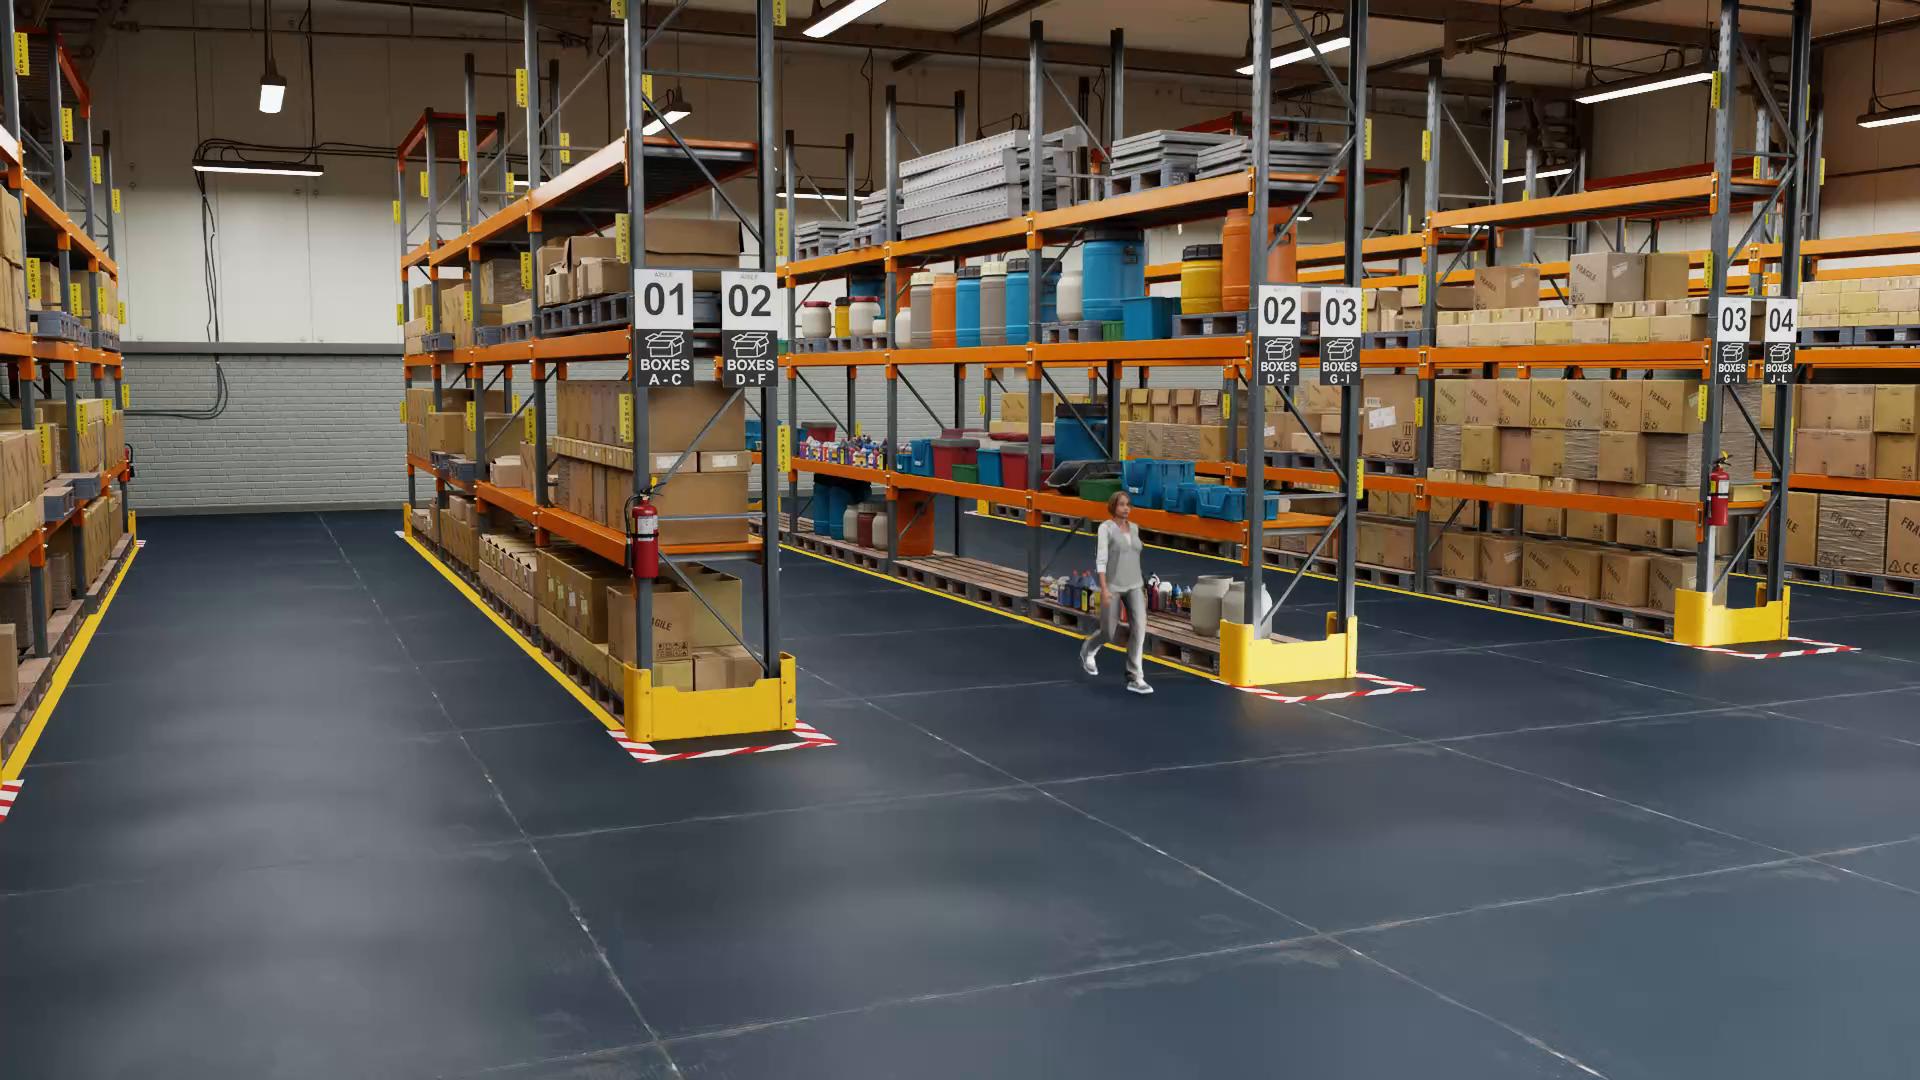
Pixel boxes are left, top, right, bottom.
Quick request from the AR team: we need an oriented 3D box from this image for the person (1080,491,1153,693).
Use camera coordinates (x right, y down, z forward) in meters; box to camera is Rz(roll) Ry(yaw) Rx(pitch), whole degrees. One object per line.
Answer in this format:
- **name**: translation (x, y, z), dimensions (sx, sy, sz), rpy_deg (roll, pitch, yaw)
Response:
- **person**: translation (1.247, 0.391, 13.156), dimensions (0.424, 1.562, 0.813), rpy_deg (-3, 6, -24)
